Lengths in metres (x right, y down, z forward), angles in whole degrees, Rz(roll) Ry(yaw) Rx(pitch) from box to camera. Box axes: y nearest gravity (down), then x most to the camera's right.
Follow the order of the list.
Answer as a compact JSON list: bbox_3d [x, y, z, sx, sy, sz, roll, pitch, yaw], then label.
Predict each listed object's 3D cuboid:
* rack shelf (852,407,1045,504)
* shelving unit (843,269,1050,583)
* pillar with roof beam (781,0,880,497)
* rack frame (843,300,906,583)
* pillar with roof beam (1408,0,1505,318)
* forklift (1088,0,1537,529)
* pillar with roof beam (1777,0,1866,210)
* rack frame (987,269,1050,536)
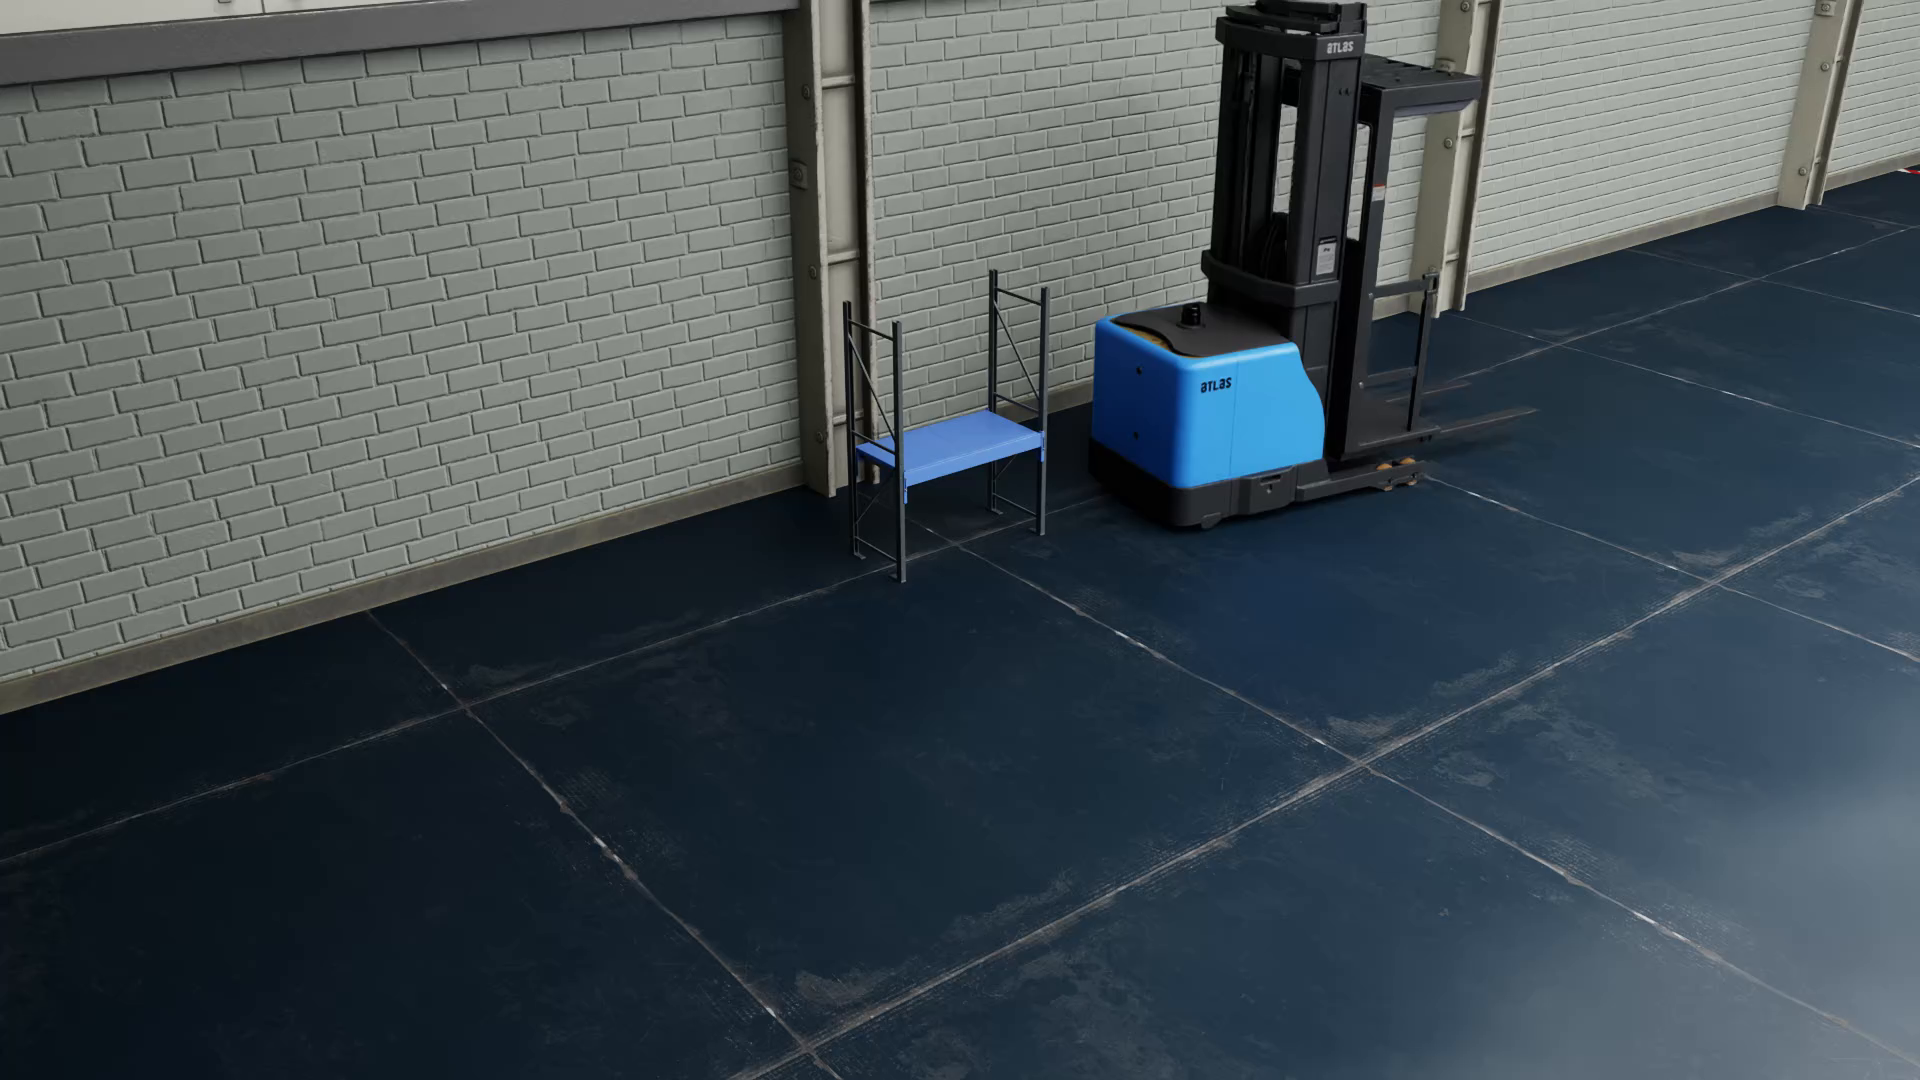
[{"bbox_3d":[-0.067,-0.495,9.462,1.000,0.185,0.538,-18,31,-34],"label":"rack shelf"},{"bbox_3d":[-0.067,-0.658,9.387,1.048,1.500,0.538,-18,31,-34],"label":"shelving unit"},{"bbox_3d":[1.902,-3.022,5.572,0.400,9.000,9.100,-18,31,-34],"label":"pillar with roof beam"},{"bbox_3d":[-0.467,-0.526,9.102,0.032,1.500,0.500,-18,31,-34],"label":"rack frame"},{"bbox_3d":[6.624,-4.581,8.930,0.400,9.000,9.100,-18,31,-34],"label":"pillar with roof beam"},{"bbox_3d":[2.355,-1.820,10.189,3.031,2.935,1.130,-13,28,-25],"label":"forklift"},{"bbox_3d":[11.345,-6.139,12.289,0.400,9.000,9.100,-18,31,-34],"label":"pillar with roof beam"},{"bbox_3d":[0.333,-0.790,9.671,0.032,1.500,0.500,-18,31,-34],"label":"rack frame"}]
